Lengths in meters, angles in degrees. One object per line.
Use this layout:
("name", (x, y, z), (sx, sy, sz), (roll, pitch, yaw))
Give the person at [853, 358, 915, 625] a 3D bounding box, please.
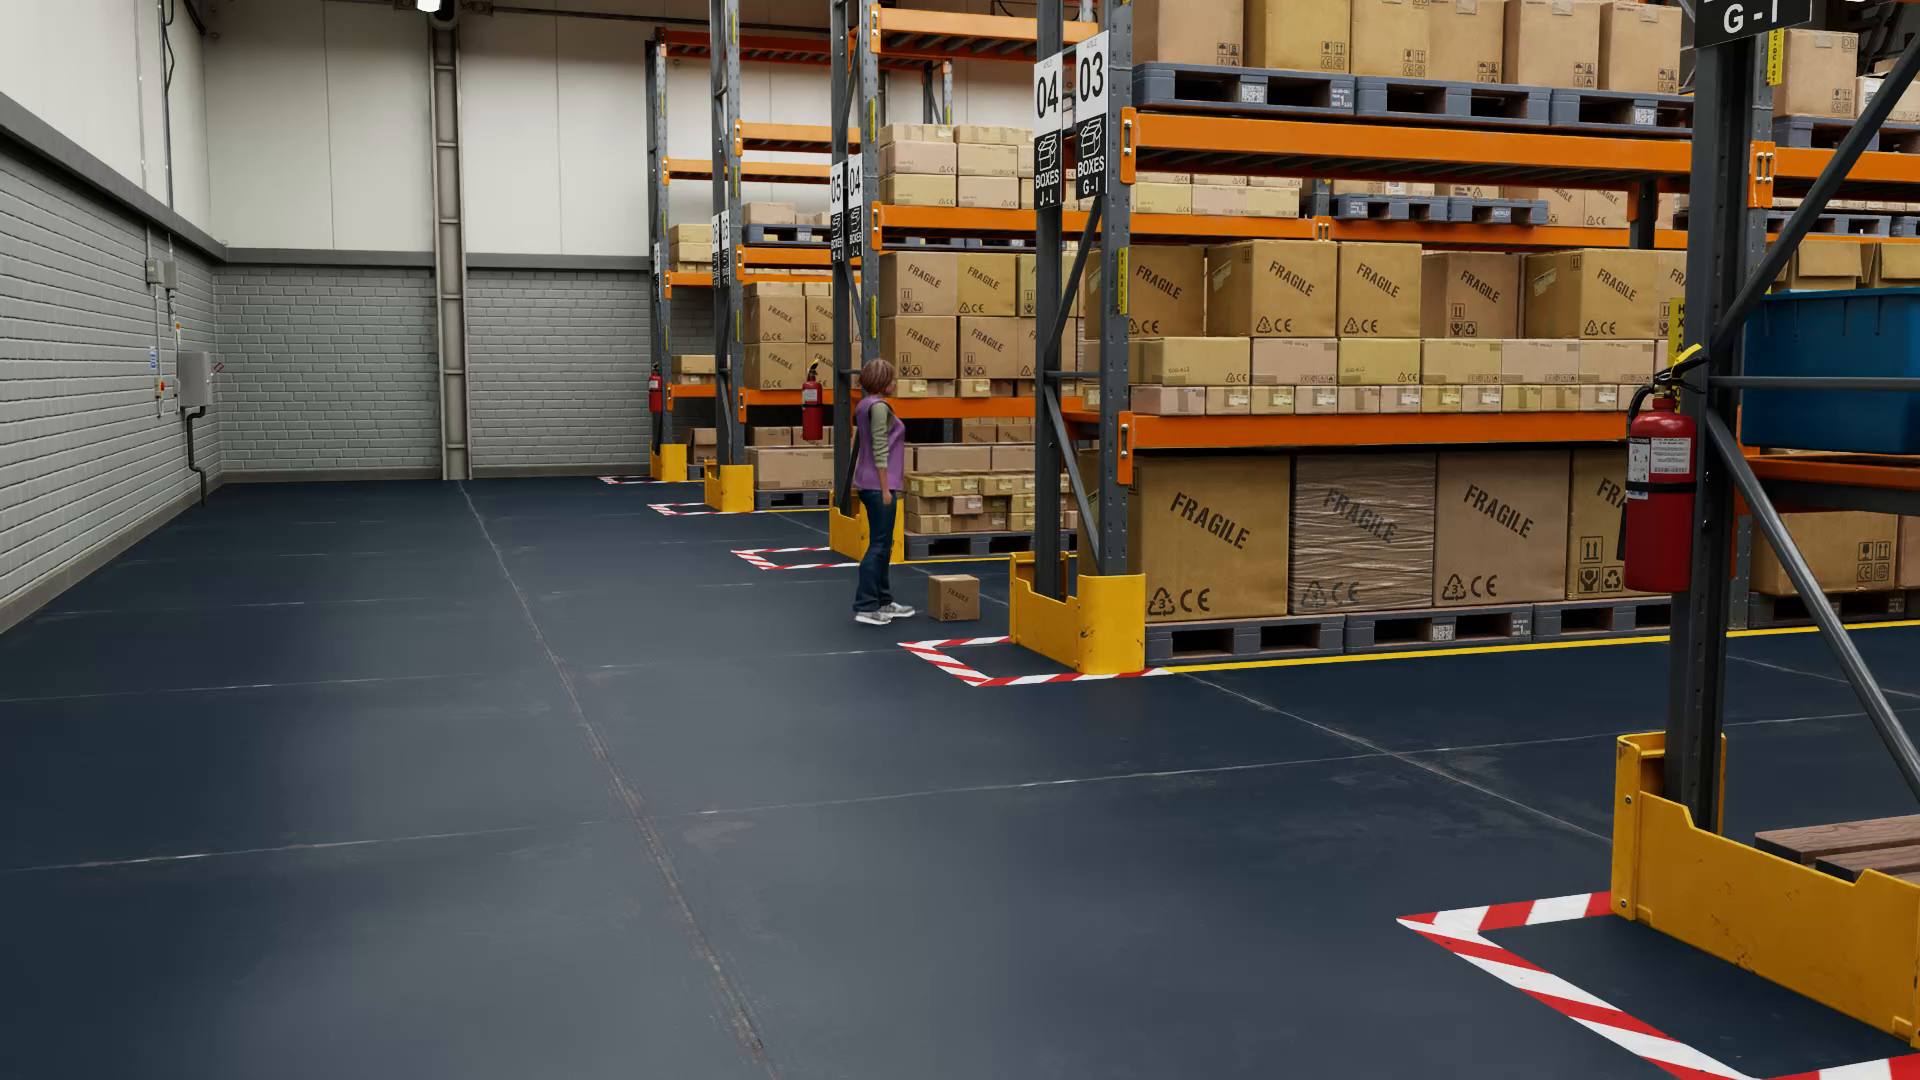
("person", (-0.471, -0.292, 10.110), (0.450, 1.616, 0.420), (-2, 6, -17))
